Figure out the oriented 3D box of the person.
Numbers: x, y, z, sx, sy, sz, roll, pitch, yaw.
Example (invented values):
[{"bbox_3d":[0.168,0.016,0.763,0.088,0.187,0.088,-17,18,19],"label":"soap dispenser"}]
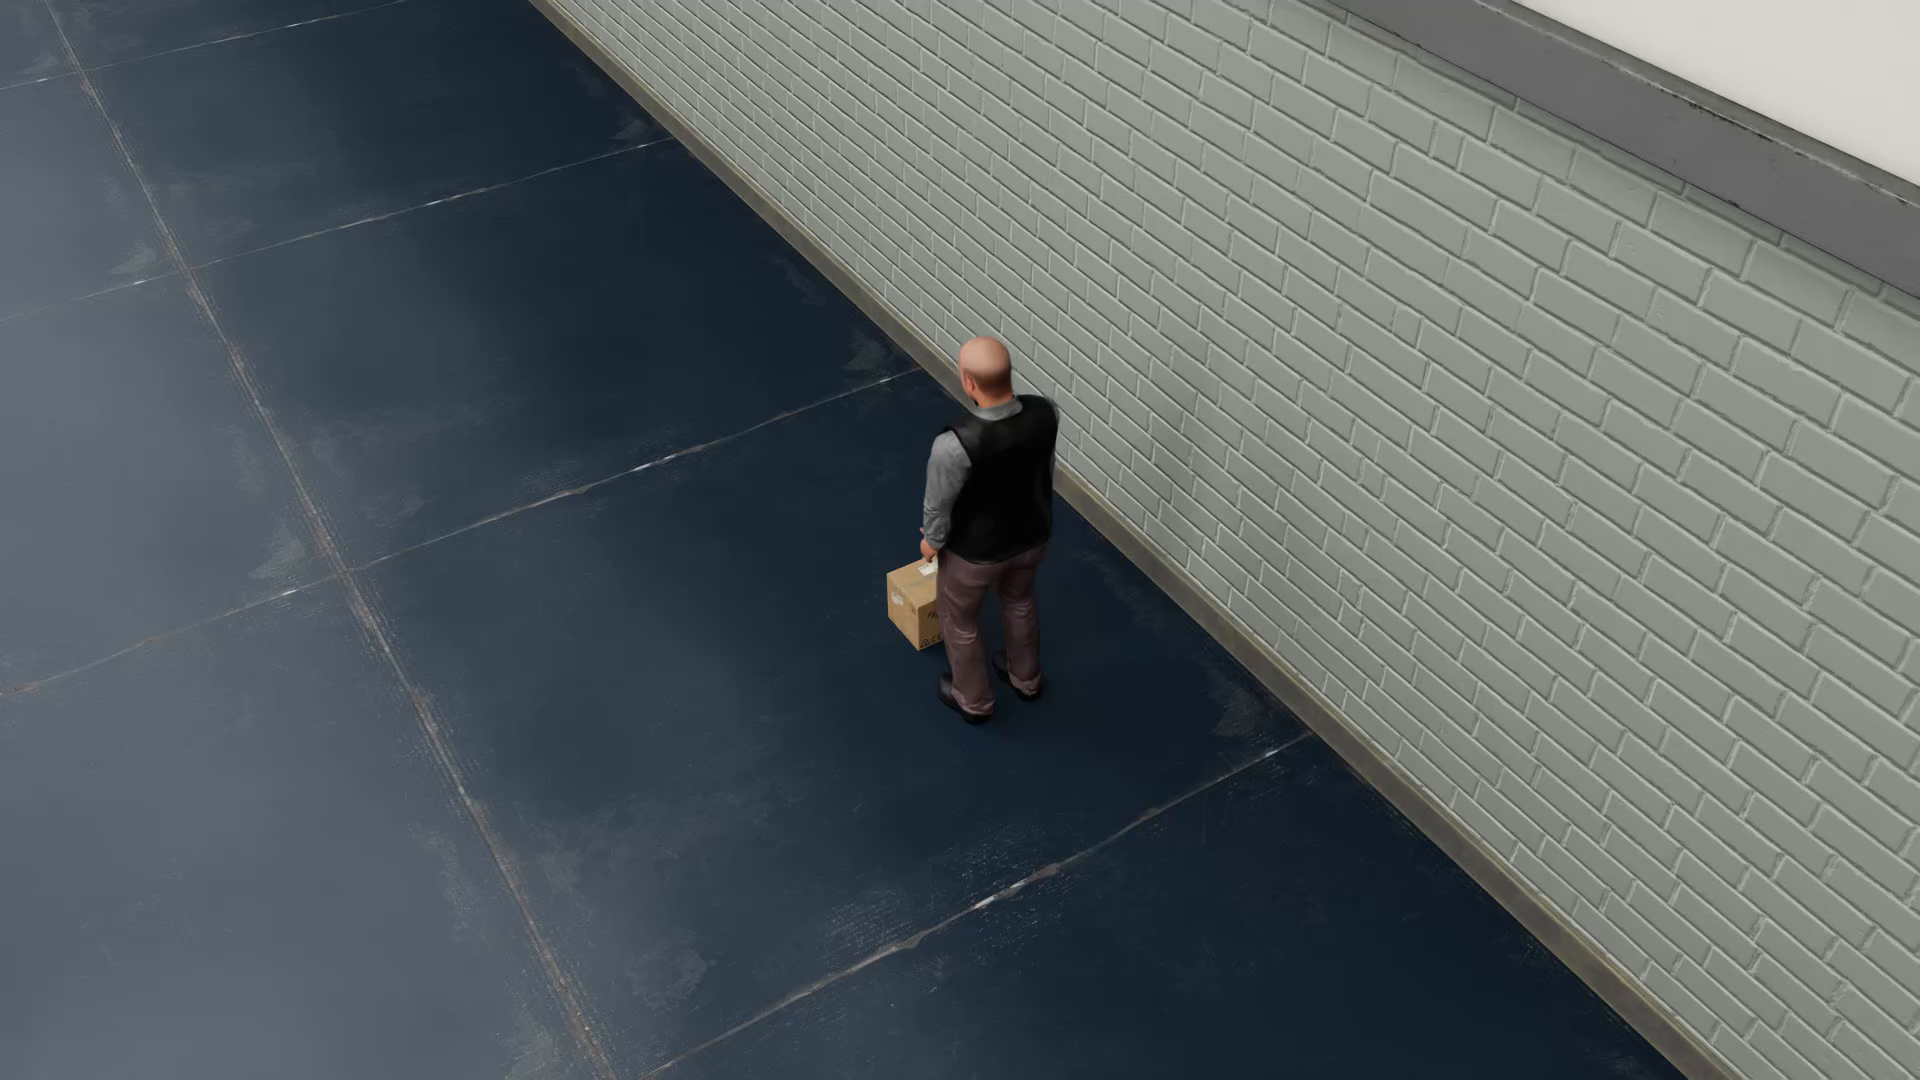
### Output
[{"bbox_3d":[0.107,-0.006,6.202,0.540,1.705,0.363,-22,45,-23],"label":"person"}]
